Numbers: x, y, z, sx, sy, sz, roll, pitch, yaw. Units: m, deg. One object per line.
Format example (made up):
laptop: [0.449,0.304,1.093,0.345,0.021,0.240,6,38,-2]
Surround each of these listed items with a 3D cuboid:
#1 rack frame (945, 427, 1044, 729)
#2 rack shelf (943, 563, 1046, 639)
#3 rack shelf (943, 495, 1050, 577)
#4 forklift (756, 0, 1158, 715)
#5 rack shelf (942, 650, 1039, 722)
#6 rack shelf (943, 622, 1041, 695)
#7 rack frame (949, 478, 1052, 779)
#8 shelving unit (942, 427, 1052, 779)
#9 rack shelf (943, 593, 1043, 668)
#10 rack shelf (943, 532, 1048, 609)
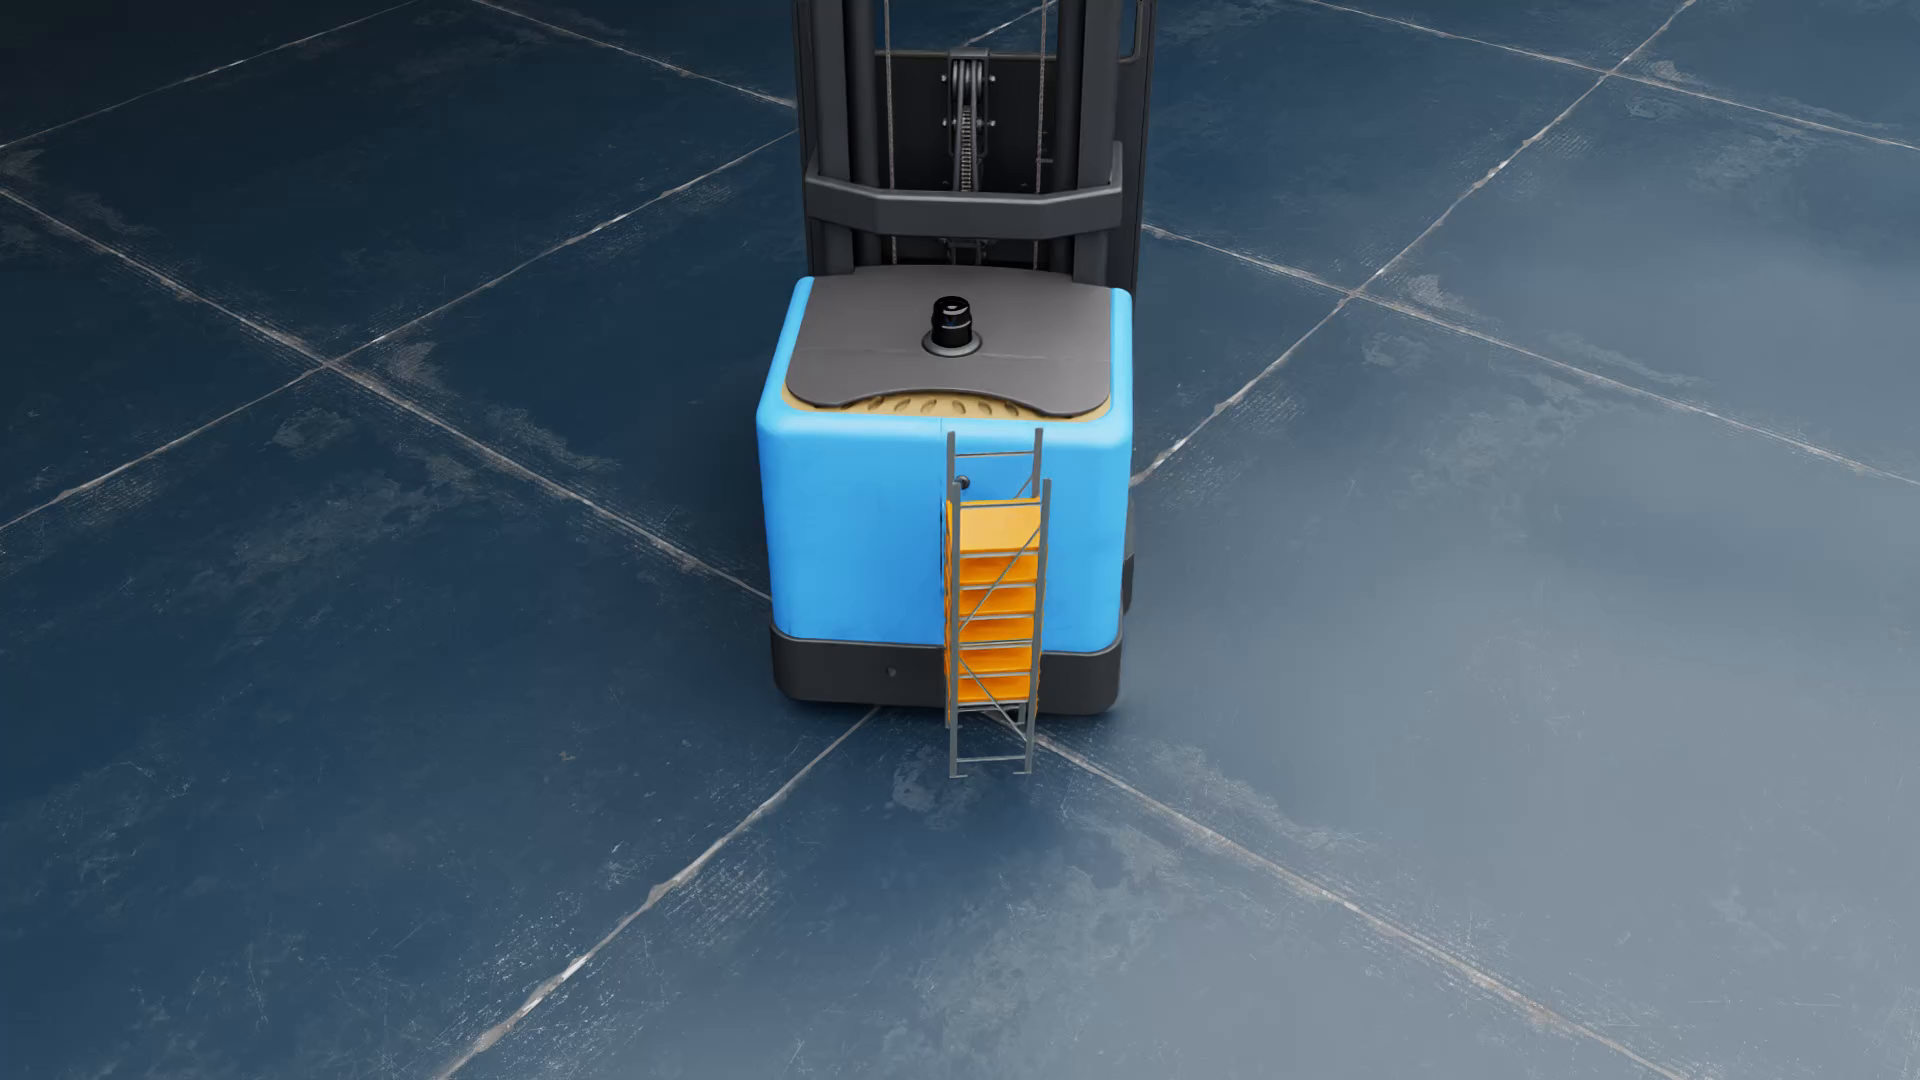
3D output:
rack frame: [0.081,0.142,4.561,0.240,1.200,0.006,-3,46,-3]
rack shelf: [0.089,0.156,4.443,0.258,0.103,0.180,-3,46,-3]
rack shelf: [0.092,-0.010,4.270,0.258,0.103,0.180,-3,46,-3]
forklift: [0.061,-1.525,5.320,1.130,2.935,3.031,3,38,3]
rack shelf: [0.085,0.405,4.703,0.258,0.103,0.180,-3,46,-3]
rack shelf: [0.087,0.322,4.616,0.258,0.103,0.180,-3,46,-3]
rack frame: [0.095,0.274,4.435,0.240,1.200,0.006,-3,46,-3]
shelving unit: [0.088,0.208,4.498,0.258,1.200,0.189,-3,46,-3]
rack shelf: [0.088,0.239,4.530,0.258,0.103,0.180,-3,46,-3]
rack shelf: [0.090,0.073,4.357,0.258,0.103,0.180,-3,46,-3]
